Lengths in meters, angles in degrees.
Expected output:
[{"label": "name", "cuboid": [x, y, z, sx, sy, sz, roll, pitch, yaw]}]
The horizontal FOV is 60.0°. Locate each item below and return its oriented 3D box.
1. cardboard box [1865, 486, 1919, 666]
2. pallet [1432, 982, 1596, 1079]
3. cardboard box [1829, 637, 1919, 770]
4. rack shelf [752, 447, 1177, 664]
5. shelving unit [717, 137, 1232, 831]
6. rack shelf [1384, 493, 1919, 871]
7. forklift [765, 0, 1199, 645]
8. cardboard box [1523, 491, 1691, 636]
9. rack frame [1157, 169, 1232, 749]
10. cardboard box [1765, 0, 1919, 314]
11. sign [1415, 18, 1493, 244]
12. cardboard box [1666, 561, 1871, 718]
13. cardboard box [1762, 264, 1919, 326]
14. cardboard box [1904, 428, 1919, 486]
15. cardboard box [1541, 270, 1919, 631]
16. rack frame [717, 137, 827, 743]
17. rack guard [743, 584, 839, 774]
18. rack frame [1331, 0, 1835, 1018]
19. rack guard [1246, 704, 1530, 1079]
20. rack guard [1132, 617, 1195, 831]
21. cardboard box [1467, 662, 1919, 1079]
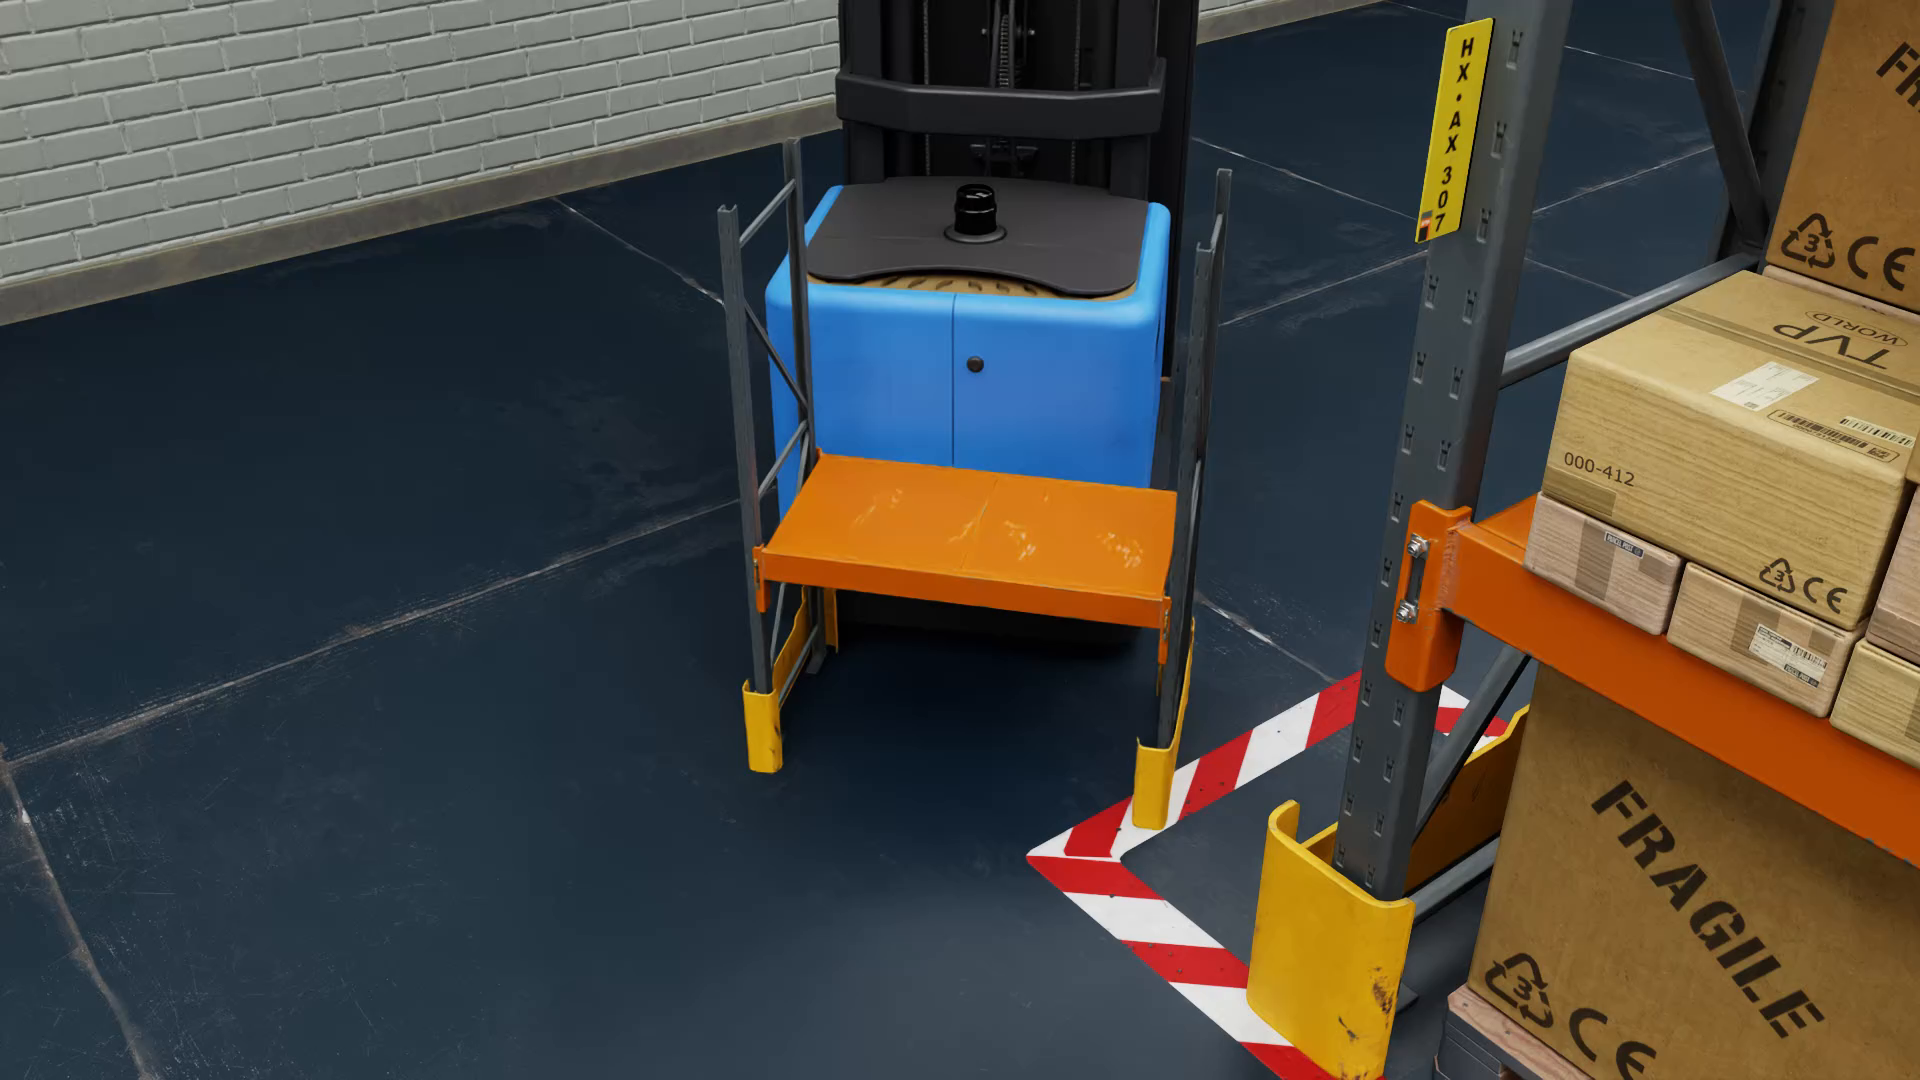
[{"label": "cardboard box", "cuboid": [1.586, 0.054, 2.180, 0.500, 0.250, 0.500, -23, 38, -32]}, {"label": "pallet", "cuboid": [1.733, 1.107, 3.267, 1.003, 0.211, 1.213, -22, 38, -31]}, {"label": "cardboard box", "cuboid": [1.454, 0.189, 2.340, 0.380, 0.149, 0.250, -23, 39, -32]}, {"label": "rack shelf", "cuboid": [0.049, 0.022, 4.133, 1.000, 0.185, 0.538, 7, 32, 11]}, {"label": "shelving unit", "cuboid": [0.040, -0.132, 4.040, 1.083, 1.500, 0.587, 7, 32, 11]}, {"label": "rack shelf", "cuboid": [2.408, 0.754, 1.875, 1.077, 0.370, 4.000, -22, 38, -31]}, {"label": "forklift", "cuboid": [0.212, -1.715, 5.234, 1.130, 2.935, 3.031, 5, 32, 7]}, {"label": "cardboard box", "cuboid": [1.138, -0.024, 2.683, 0.380, 0.149, 0.250, -22, 38, -31]}, {"label": "rack frame", "cuboid": [0.545, -0.072, 3.945, 0.032, 1.500, 0.500, 7, 32, 11]}, {"label": "cardboard box", "cuboid": [1.688, -0.648, 2.600, 0.500, 0.500, 0.500, -22, 38, -31]}, {"label": "sign", "cuboid": [0.739, -0.609, 2.493, 0.100, 0.325, 0.005, -22, 38, -31]}, {"label": "cardboard box", "cuboid": [1.297, 0.083, 2.512, 0.380, 0.149, 0.250, -23, 38, -32]}, {"label": "cardboard box", "cuboid": [1.688, -0.332, 2.801, 0.500, 0.250, 0.500, -23, 39, -32]}, {"label": "cardboard box", "cuboid": [1.569, -0.271, 1.992, 0.500, 0.500, 0.500, -23, 39, -32]}, {"label": "cardboard box", "cuboid": [1.262, -0.160, 2.525, 0.500, 0.250, 0.500, -23, 39, -33]}, {"label": "rack frame", "cuboid": [-0.448, -0.189, 4.132, 0.032, 1.500, 0.500, 7, 32, 11]}, {"label": "rack guard", "cuboid": [-0.446, 0.342, 4.462, 0.087, 0.250, 0.587, 7, 32, 11]}, {"label": "rack frame", "cuboid": [1.181, -0.385, 3.027, 1.000, 3.000, 0.127, -22, 38, -31]}, {"label": "rack guard", "cuboid": [1.167, 0.667, 3.703, 1.175, 0.500, 0.348, -22, 38, -31]}, {"label": "rack guard", "cuboid": [0.526, 0.456, 4.278, 0.087, 0.250, 0.587, 7, 32, 11]}, {"label": "cardboard box", "cuboid": [1.637, 0.580, 3.089, 0.875, 0.875, 0.875, -22, 38, -31]}]
